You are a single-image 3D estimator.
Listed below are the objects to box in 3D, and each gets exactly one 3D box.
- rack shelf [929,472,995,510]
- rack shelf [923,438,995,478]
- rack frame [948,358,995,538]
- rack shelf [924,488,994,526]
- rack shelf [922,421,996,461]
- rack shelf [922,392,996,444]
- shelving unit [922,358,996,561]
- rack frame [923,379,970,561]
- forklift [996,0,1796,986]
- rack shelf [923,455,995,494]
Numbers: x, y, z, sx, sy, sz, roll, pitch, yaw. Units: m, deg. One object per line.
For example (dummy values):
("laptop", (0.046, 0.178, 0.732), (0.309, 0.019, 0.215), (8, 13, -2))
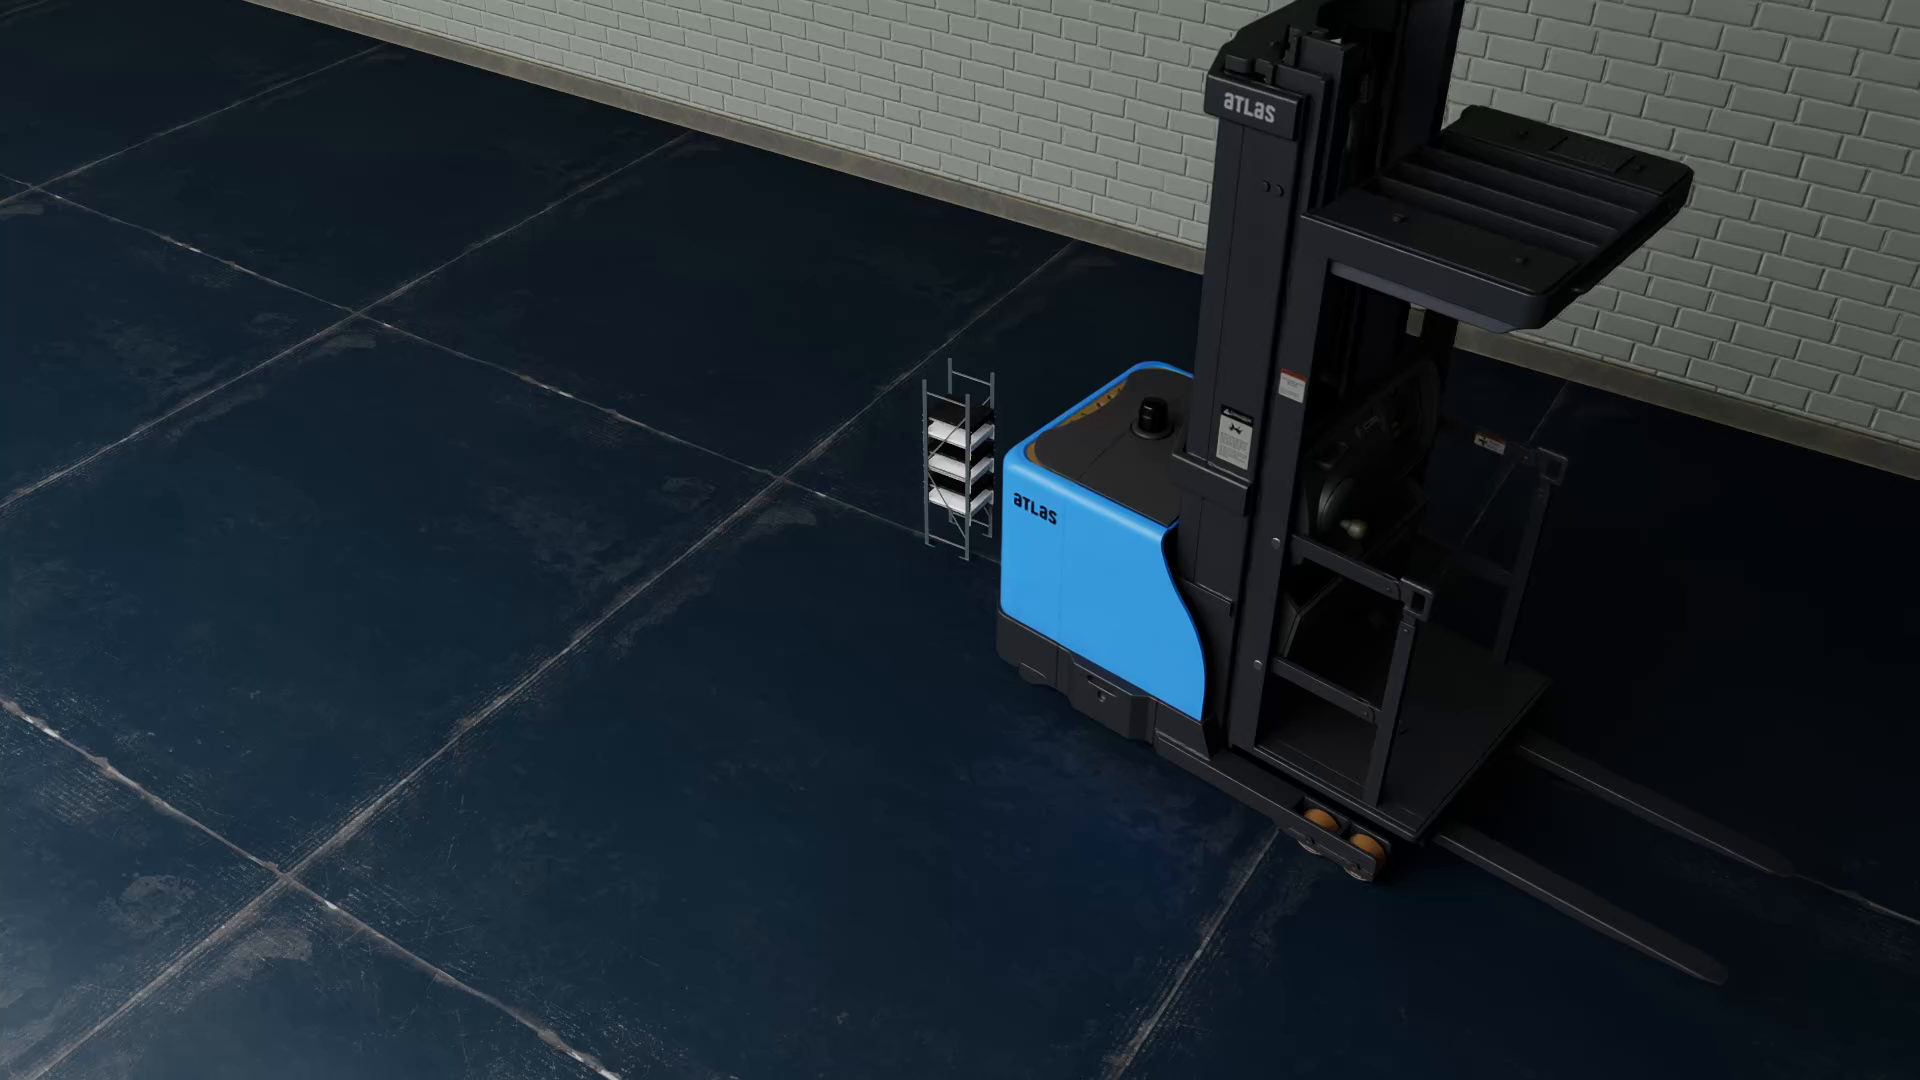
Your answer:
("rack shelf", (-0.004, -0.255, 7.545), (0.258, 0.077, 0.200), (21, 42, 25))
("rack shelf", (-0.004, -0.397, 7.435), (0.258, 0.077, 0.200), (21, 42, 25))
("rack frame", (0.050, -0.405, 7.538), (0.240, 0.900, 0.006), (21, 42, 25))
("rack shelf", (-0.004, -0.183, 7.600), (0.258, 0.077, 0.200), (21, 42, 25))
("rack shelf", (-0.004, -0.468, 7.380), (0.258, 0.077, 0.200), (21, 42, 25))
("rack shelf", (-0.004, -0.540, 7.325), (0.258, 0.077, 0.200), (21, 42, 25))
("shelving unit", (-0.004, -0.352, 7.470), (0.258, 0.900, 0.210), (21, 42, 25))
("rack frame", (-0.059, -0.300, 7.402), (0.240, 0.900, 0.006), (21, 42, 25))
("forklift", (1.595, -0.276, 5.707), (3.031, 2.935, 1.130), (28, 46, 31))
("rack shelf", (-0.004, -0.326, 7.490), (0.258, 0.077, 0.200), (21, 42, 25))
